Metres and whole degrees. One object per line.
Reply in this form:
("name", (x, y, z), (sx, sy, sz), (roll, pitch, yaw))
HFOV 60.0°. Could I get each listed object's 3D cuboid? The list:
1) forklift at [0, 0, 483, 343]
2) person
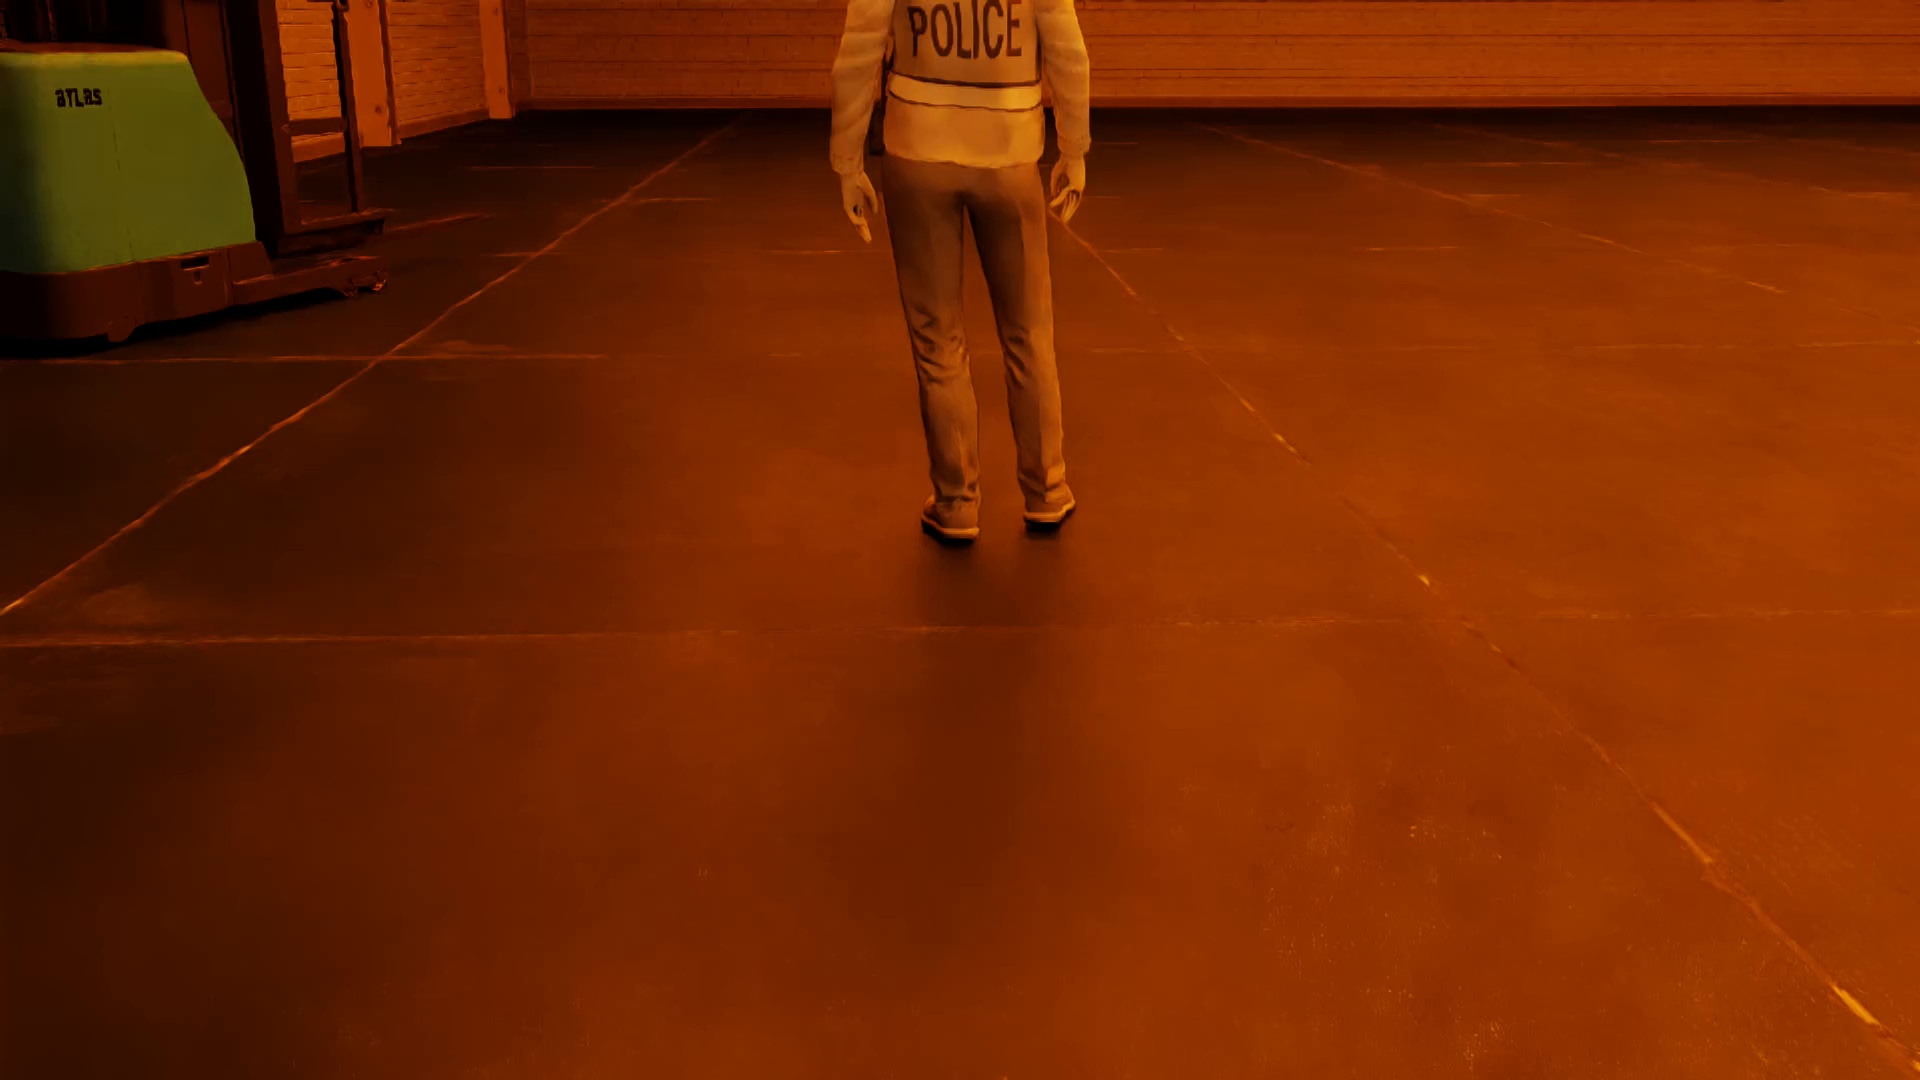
("forklift", (-3.288, -2.522, 7.152), (1.130, 2.935, 3.031), (5, 18, 16))
("person", (0.003, -0.838, 3.733), (0.586, 1.695, 0.533), (-1, 17, -3))
